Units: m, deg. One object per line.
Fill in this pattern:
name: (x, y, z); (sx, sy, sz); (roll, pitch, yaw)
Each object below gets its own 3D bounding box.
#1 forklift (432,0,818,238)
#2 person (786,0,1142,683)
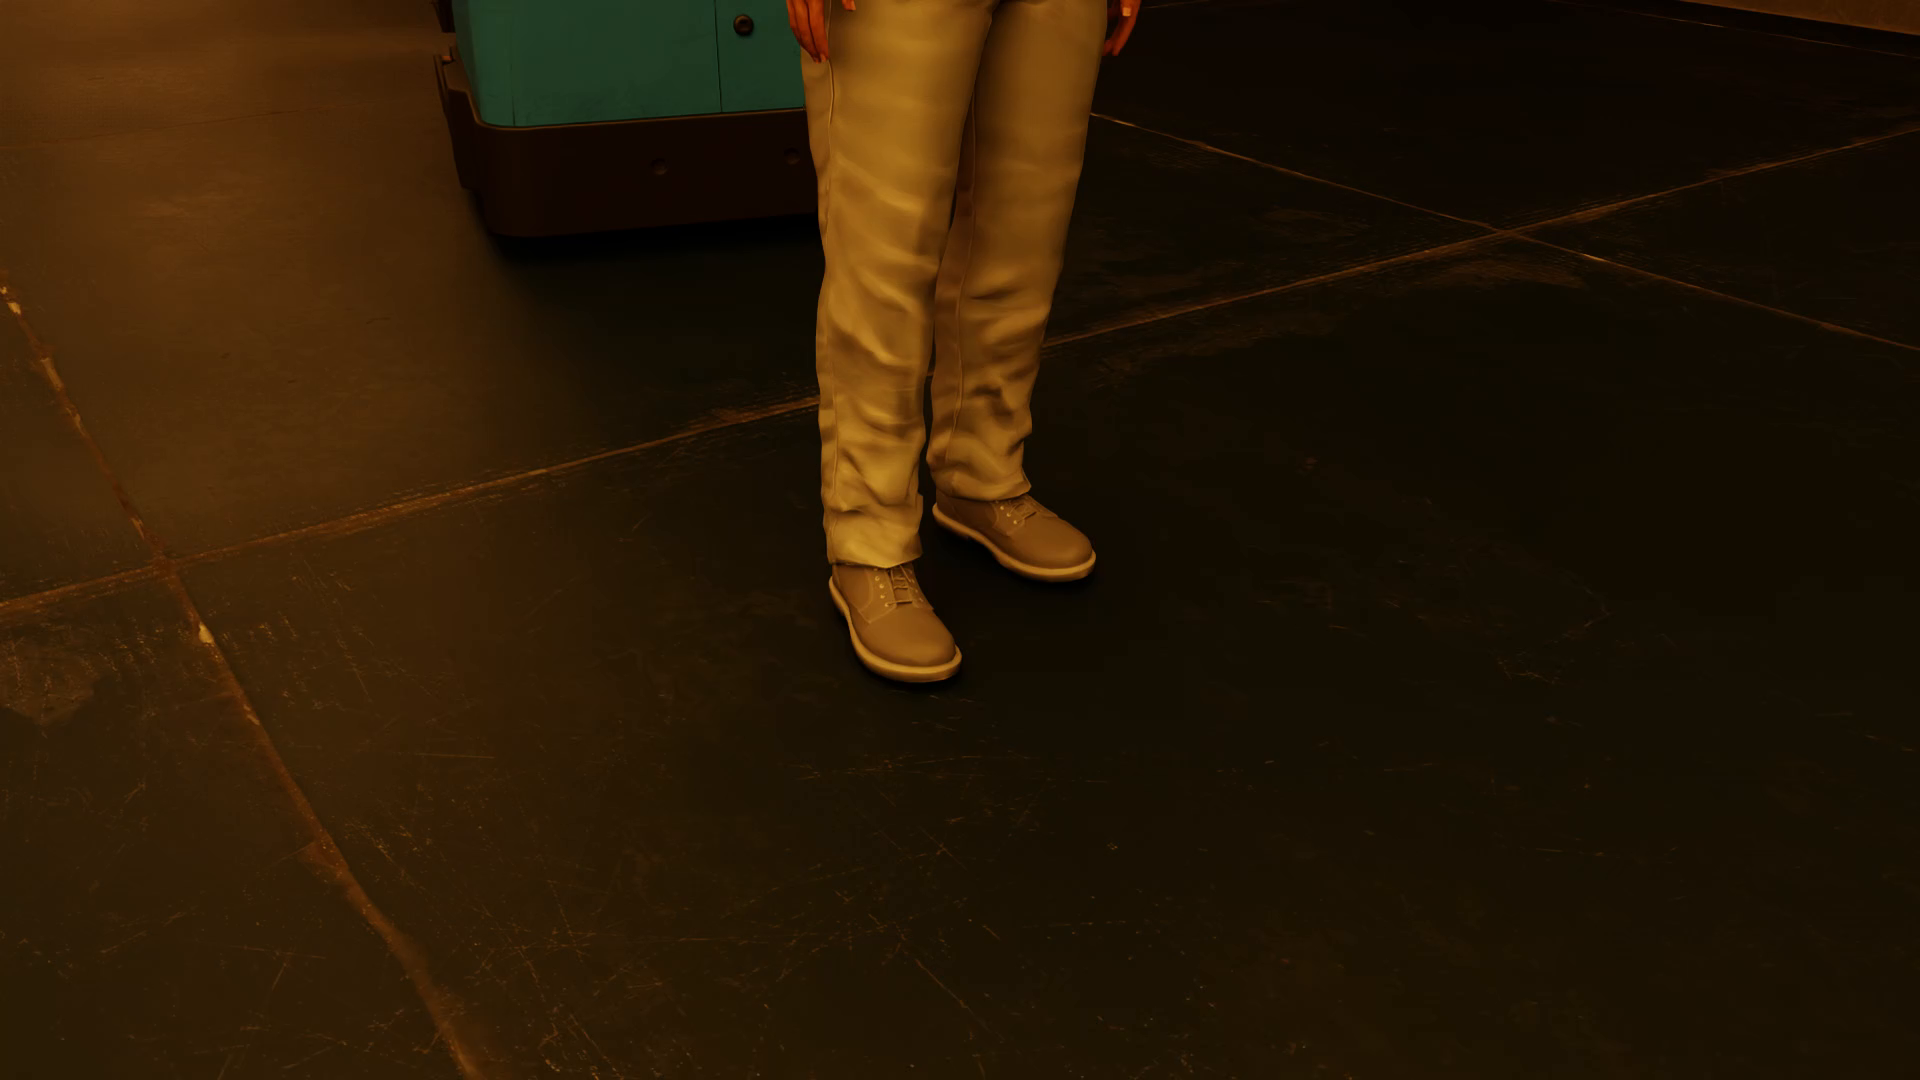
forklift: (-0.999, -2.618, 4.449); (1.130, 2.935, 3.031); (-8, 28, -16)
person: (0.025, -0.717, 2.055); (0.598, 1.670, 0.529); (-17, 31, -31)
